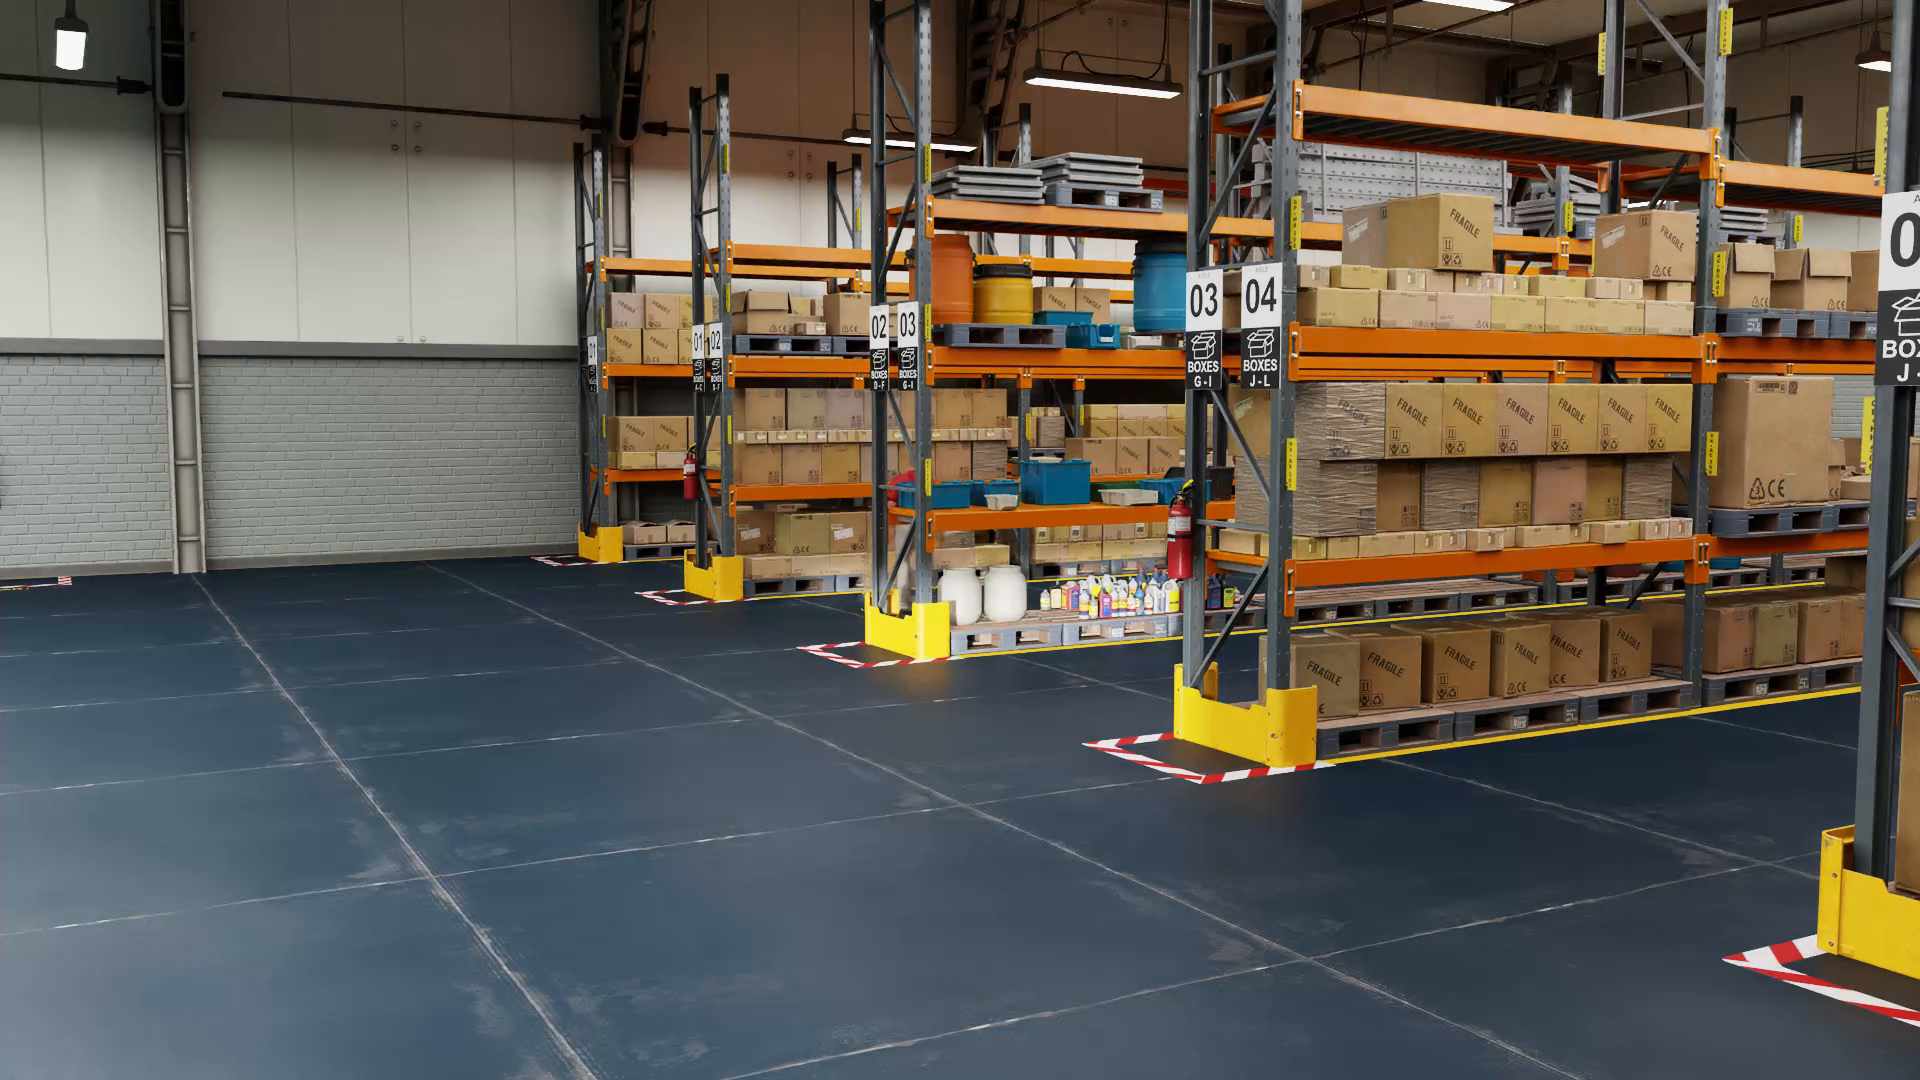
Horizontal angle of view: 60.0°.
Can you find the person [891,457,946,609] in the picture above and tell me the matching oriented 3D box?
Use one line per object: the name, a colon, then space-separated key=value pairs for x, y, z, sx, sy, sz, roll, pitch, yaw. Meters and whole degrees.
person: x=-0.465 y=-0.111 z=18.376 sx=0.627 sy=1.712 sz=0.646 roll=1 pitch=5 yaw=6
